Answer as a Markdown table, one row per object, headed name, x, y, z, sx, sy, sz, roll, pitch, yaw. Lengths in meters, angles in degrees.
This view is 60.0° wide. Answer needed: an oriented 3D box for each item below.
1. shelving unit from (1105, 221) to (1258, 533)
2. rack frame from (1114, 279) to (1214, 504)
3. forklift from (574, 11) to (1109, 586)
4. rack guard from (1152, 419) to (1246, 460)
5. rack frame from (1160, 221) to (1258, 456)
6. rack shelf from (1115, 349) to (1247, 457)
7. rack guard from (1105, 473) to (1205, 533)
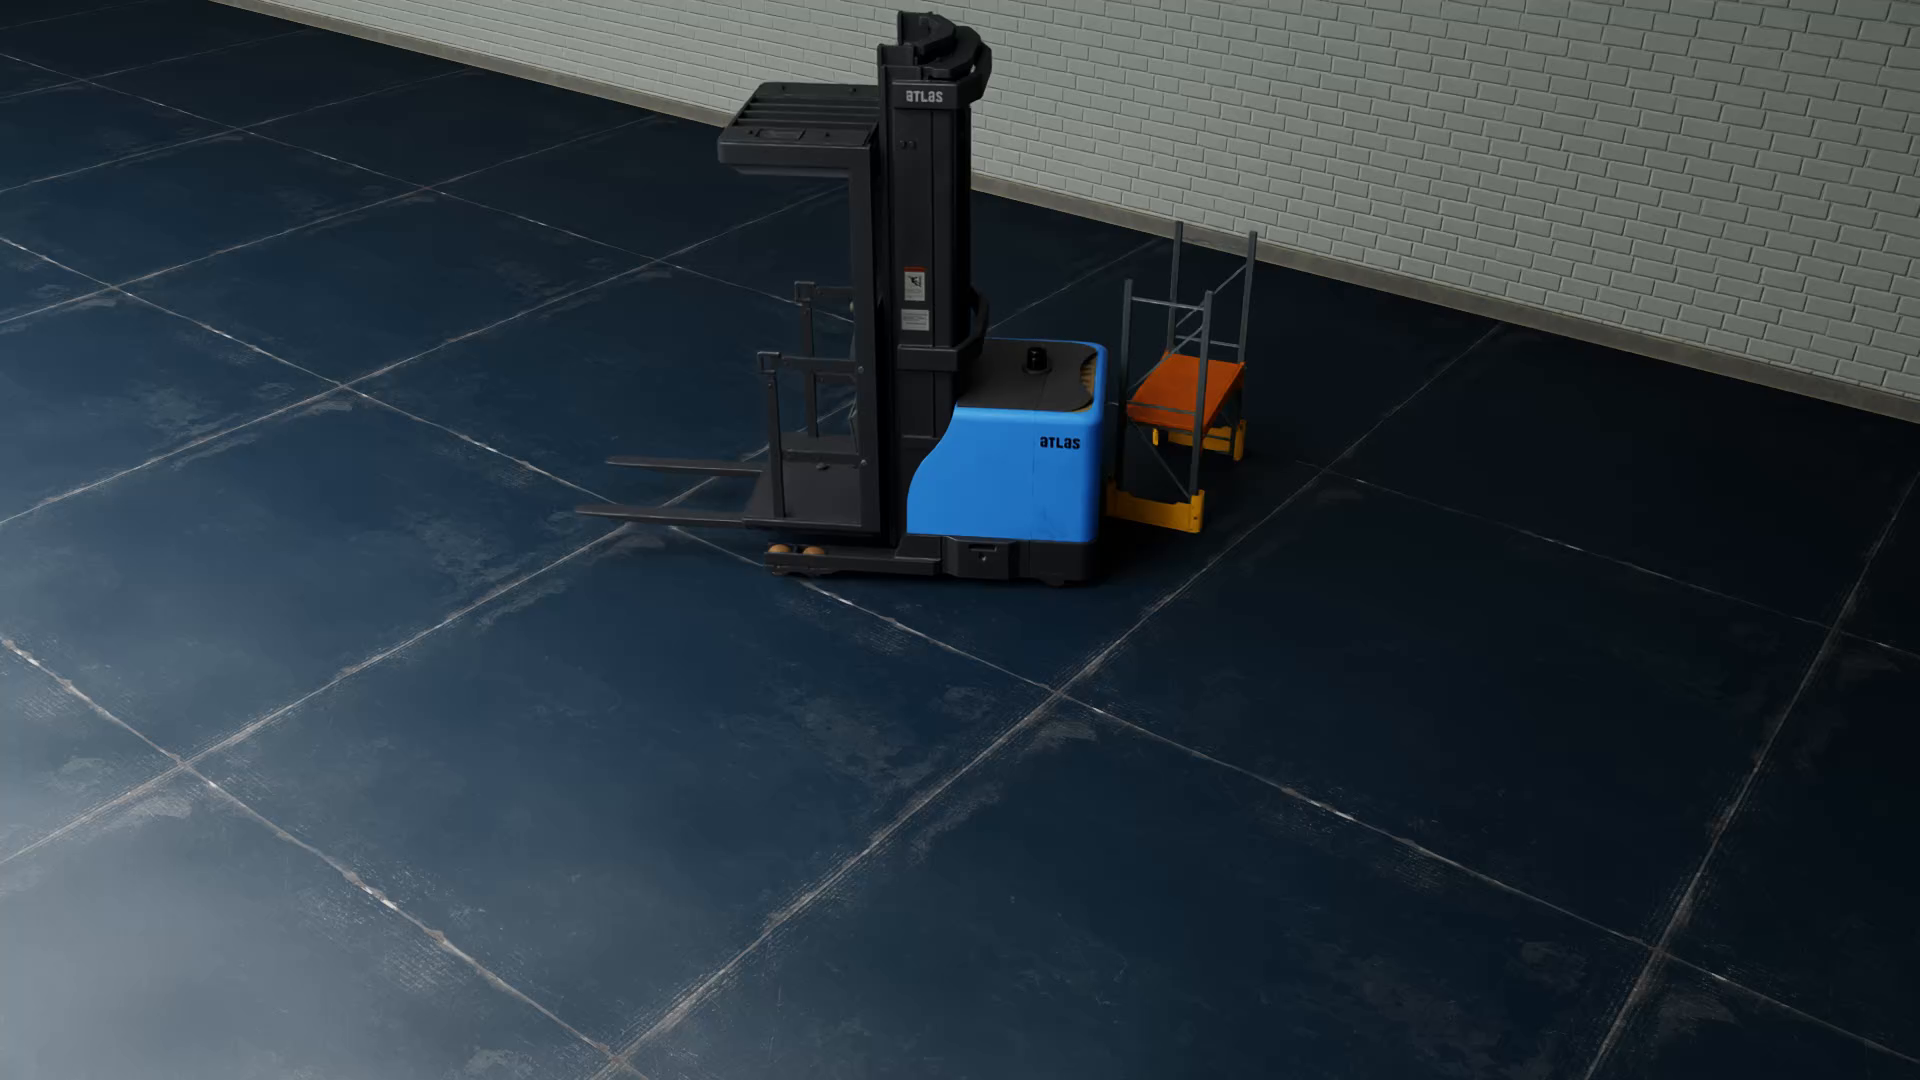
| name | x | y | z | sx | sy | sz | roll | pitch | yaw |
| --- | --- | --- | --- | --- | --- | --- | --- | --- | --- |
| shelving unit | 1.342 | -0.991 | 9.952 | 0.587 | 1.500 | 1.083 | 12 | 33 | 19 |
| rack frame | 1.153 | -0.756 | 9.554 | 0.500 | 1.500 | 0.032 | 12 | 33 | 19 |
| forklift | -0.686 | -1.317 | 9.098 | 3.031 | 2.935 | 1.130 | 3 | 31 | 5 |
| rack guard | 1.530 | -0.689 | 10.667 | 0.587 | 0.250 | 0.087 | 12 | 33 | 19 |
| rack frame | 1.538 | -1.235 | 10.364 | 0.500 | 1.500 | 0.032 | 12 | 33 | 19 |
| rack shelf | 1.346 | -0.841 | 10.051 | 0.538 | 0.185 | 1.000 | 12 | 33 | 19 |
| rack guard | 1.154 | -0.218 | 9.874 | 0.587 | 0.250 | 0.087 | 12 | 33 | 19 |
